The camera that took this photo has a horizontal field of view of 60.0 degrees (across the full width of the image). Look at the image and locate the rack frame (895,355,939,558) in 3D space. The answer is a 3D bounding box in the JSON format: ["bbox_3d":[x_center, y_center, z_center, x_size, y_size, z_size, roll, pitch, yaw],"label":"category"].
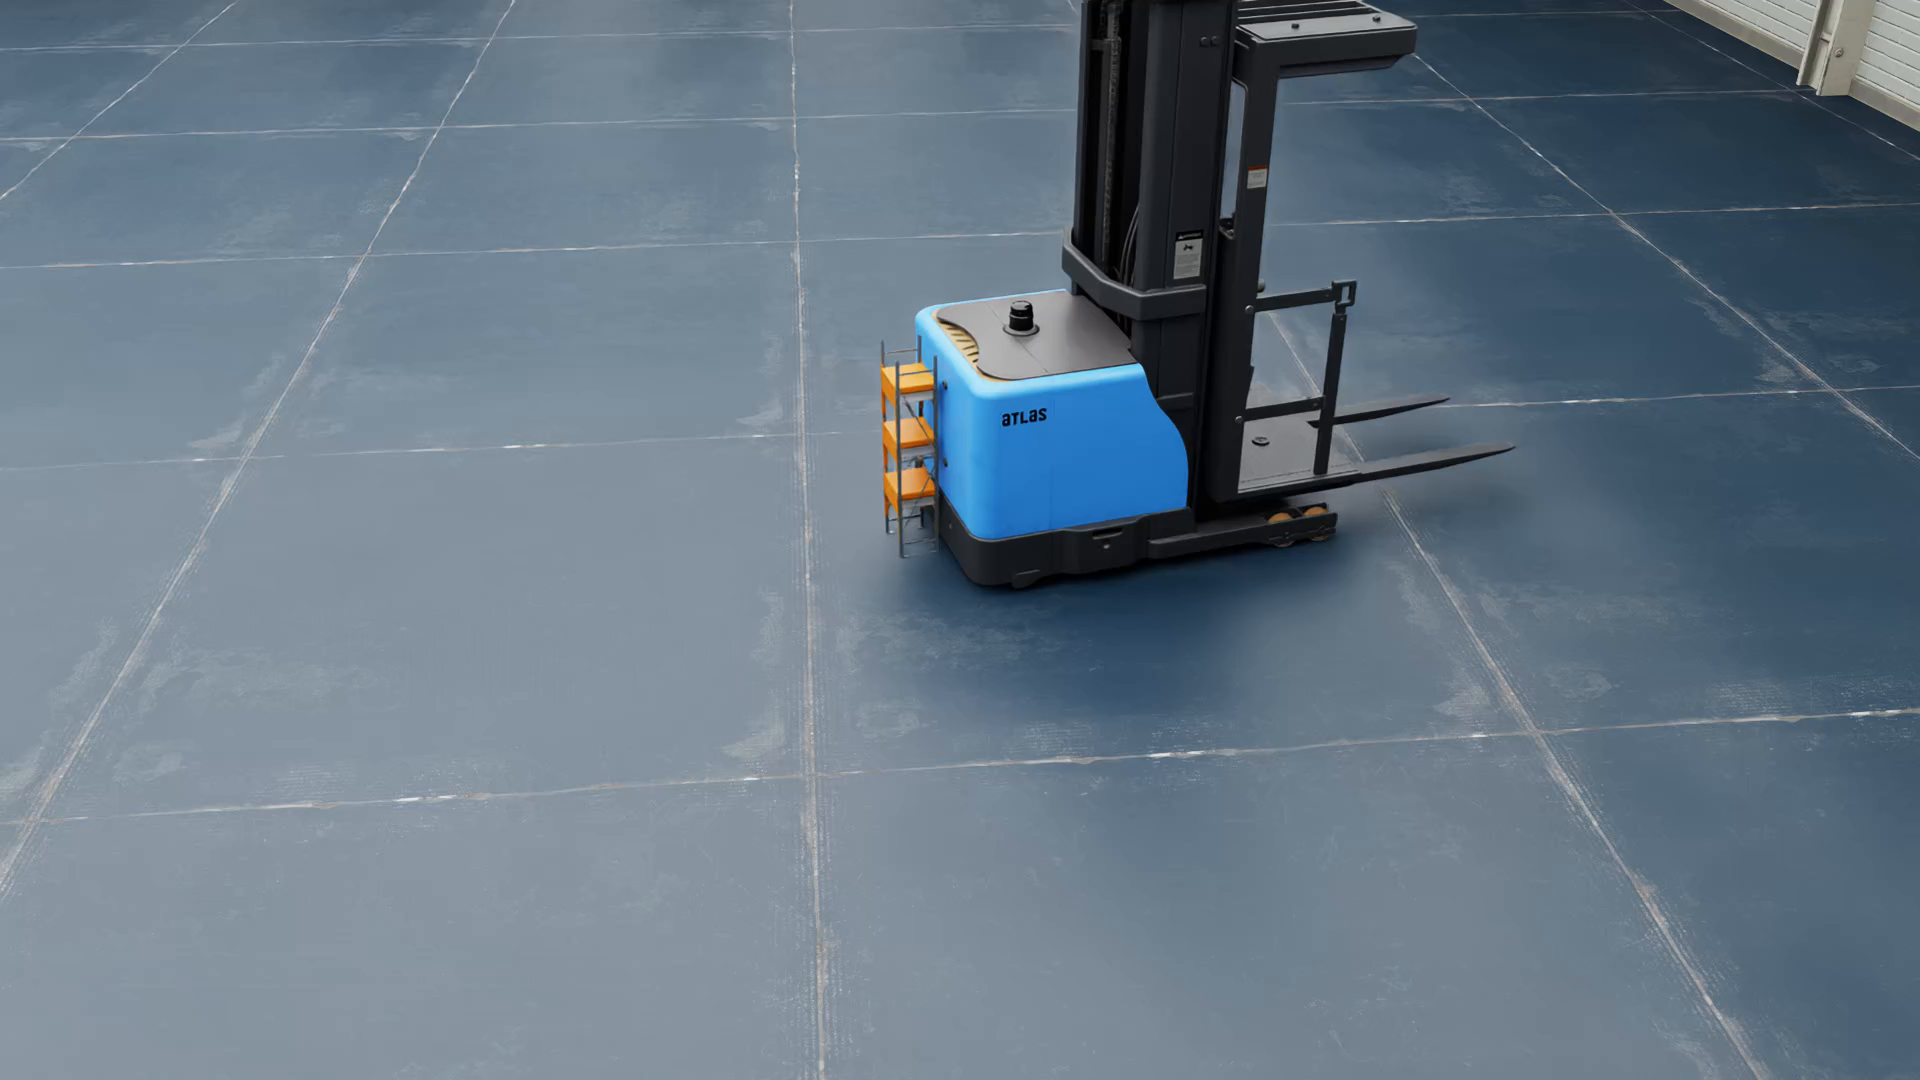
[{"bbox_3d":[-0.199,-0.379,7.860,0.200,1.050,0.008,-10,32,-16],"label":"rack frame"}]

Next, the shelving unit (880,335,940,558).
[{"bbox_3d":[-0.237,-0.438,7.959,0.215,1.050,0.252,-10,32,-16],"label":"shelving unit"}]

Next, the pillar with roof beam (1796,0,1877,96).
[{"bbox_3d":[3.559,-7.755,12.458,9.100,9.000,0.400,-3,31,-5],"label":"pillar with roof beam"}]

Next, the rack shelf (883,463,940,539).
[{"bbox_3d":[-0.237,-0.190,8.107,0.215,0.259,0.240,-10,32,-16],"label":"rack shelf"}]

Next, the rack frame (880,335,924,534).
[{"bbox_3d":[-0.276,-0.497,8.059,0.200,1.050,0.008,-10,32,-16],"label":"rack frame"}]

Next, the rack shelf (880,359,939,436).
[{"bbox_3d":[-0.238,-0.672,7.819,0.215,0.259,0.240,-10,32,-16],"label":"rack shelf"}]

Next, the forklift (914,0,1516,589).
[{"bbox_3d":[1.344,-1.469,7.852,3.031,2.935,1.130,-10,32,-16],"label":"forklift"}]

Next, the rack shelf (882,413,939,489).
[{"bbox_3d":[-0.237,-0.429,7.965,0.215,0.259,0.240,-10,32,-16],"label":"rack shelf"}]
